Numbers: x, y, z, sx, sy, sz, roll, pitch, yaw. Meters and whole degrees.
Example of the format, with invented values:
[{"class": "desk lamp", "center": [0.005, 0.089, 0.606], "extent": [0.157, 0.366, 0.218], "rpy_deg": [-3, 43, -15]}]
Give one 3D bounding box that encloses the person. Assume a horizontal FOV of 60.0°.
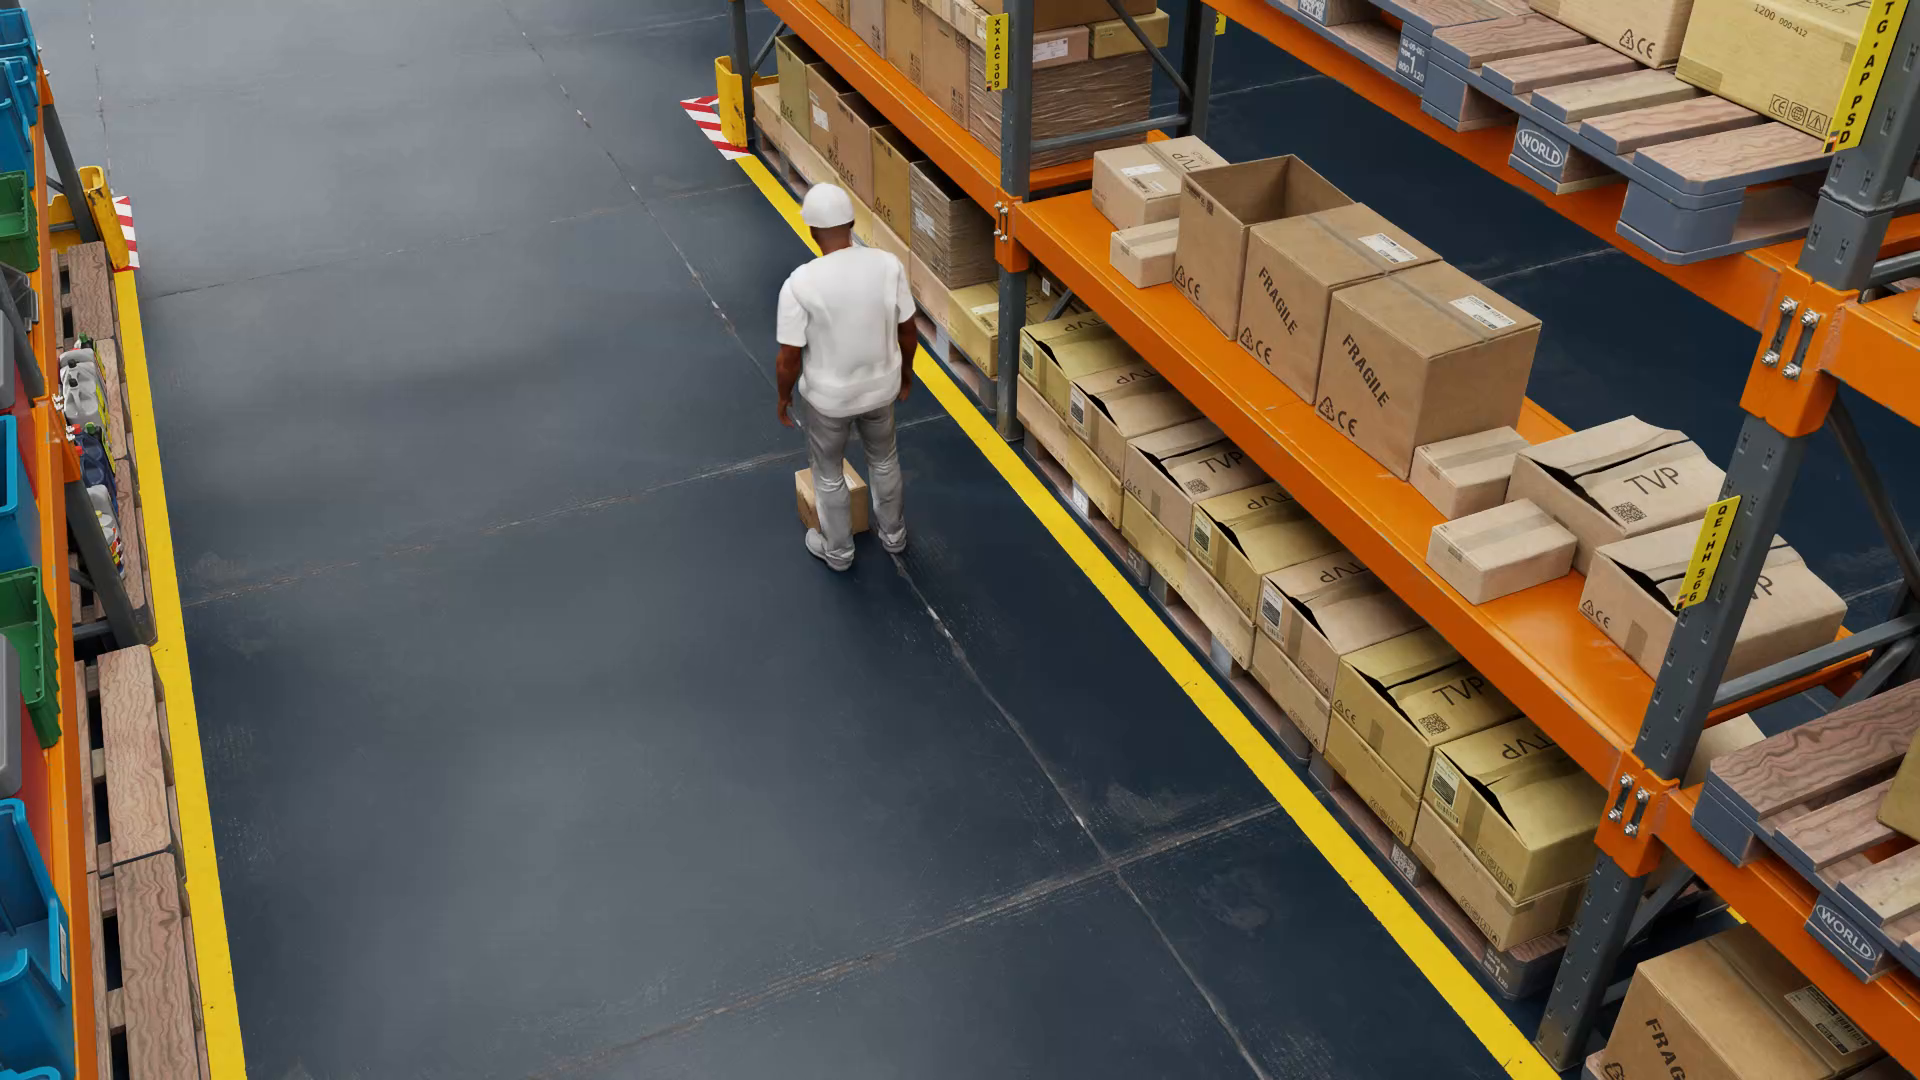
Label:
[{"class": "person", "center": [-0.476, -0.662, 7.011], "extent": [0.627, 1.761, 0.456], "rpy_deg": [-15, 40, -19]}]
